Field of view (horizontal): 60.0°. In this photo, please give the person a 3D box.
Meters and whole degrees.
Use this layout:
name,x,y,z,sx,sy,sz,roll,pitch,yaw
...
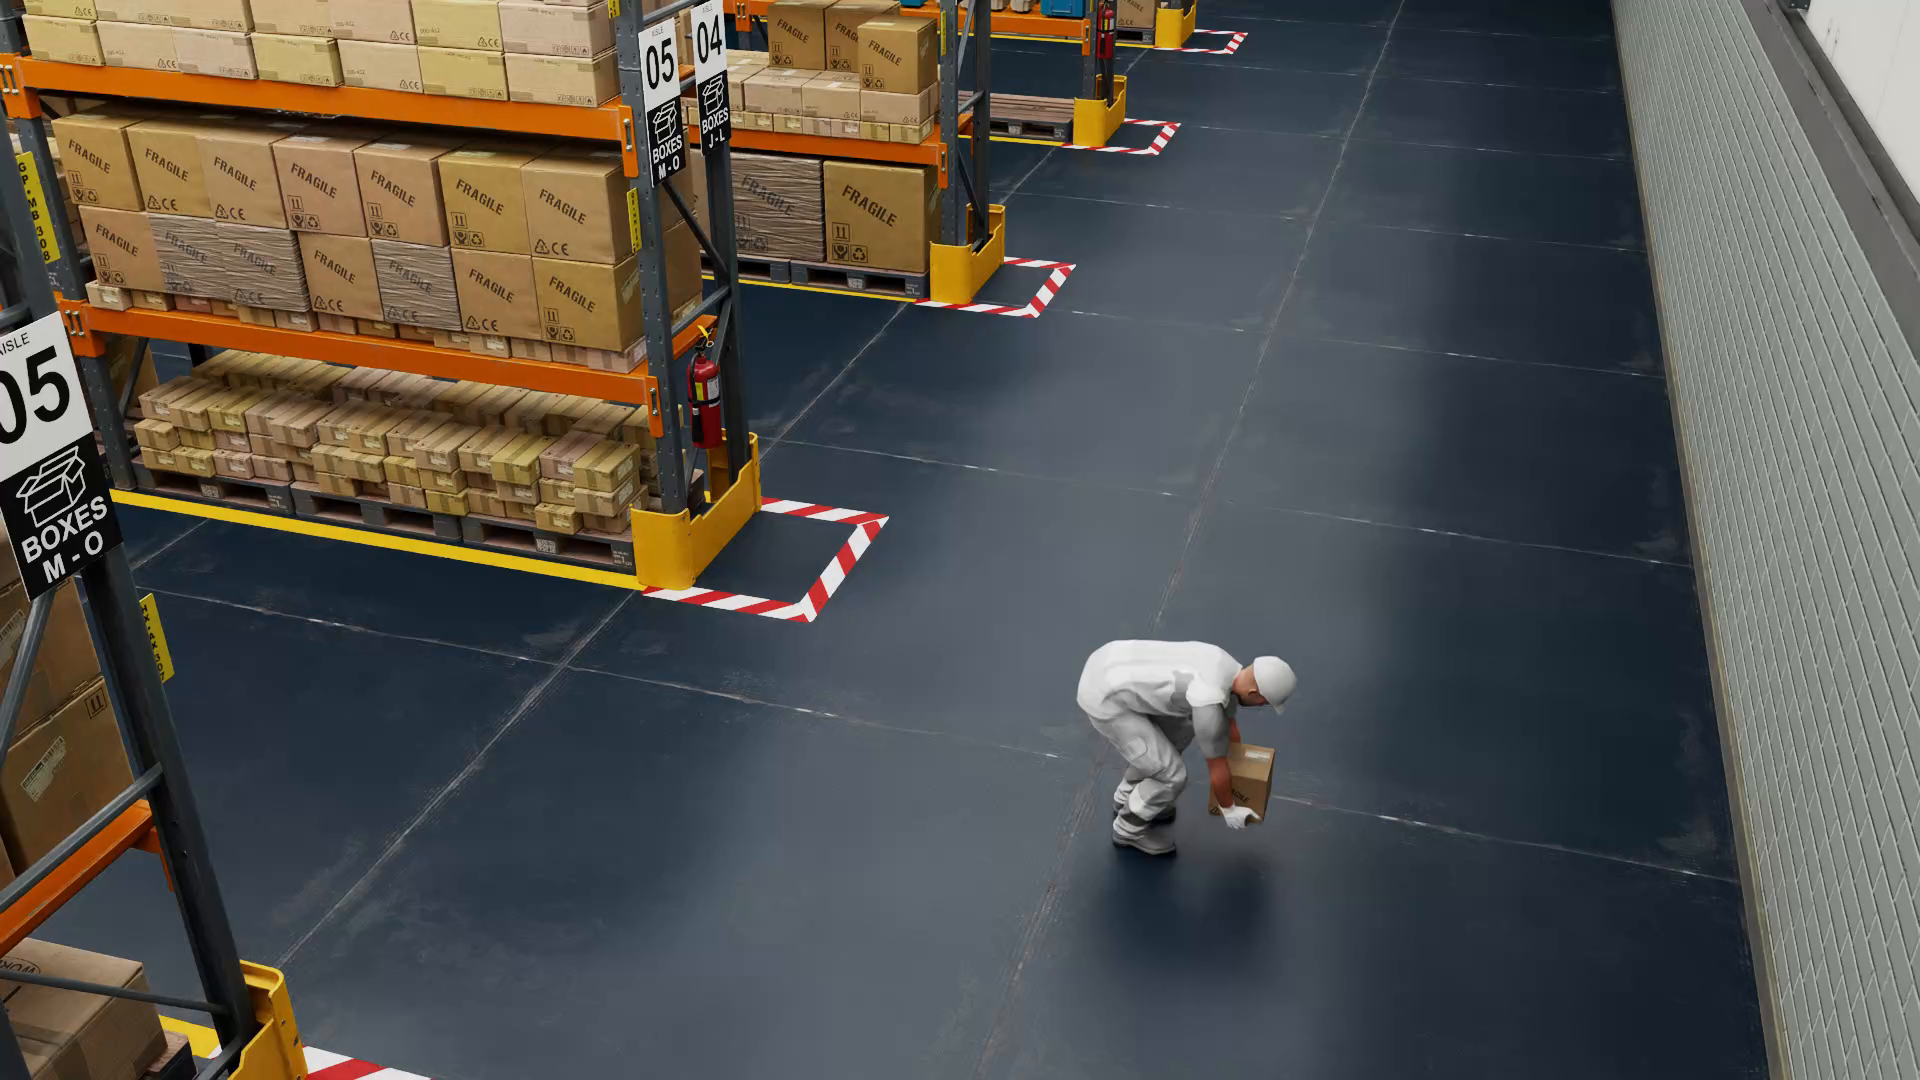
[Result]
name,x,y,z,sx,sy,sz,roll,pitch,yaw
person,1.006,0.931,7.576,0.959,1.038,0.528,7,30,13
